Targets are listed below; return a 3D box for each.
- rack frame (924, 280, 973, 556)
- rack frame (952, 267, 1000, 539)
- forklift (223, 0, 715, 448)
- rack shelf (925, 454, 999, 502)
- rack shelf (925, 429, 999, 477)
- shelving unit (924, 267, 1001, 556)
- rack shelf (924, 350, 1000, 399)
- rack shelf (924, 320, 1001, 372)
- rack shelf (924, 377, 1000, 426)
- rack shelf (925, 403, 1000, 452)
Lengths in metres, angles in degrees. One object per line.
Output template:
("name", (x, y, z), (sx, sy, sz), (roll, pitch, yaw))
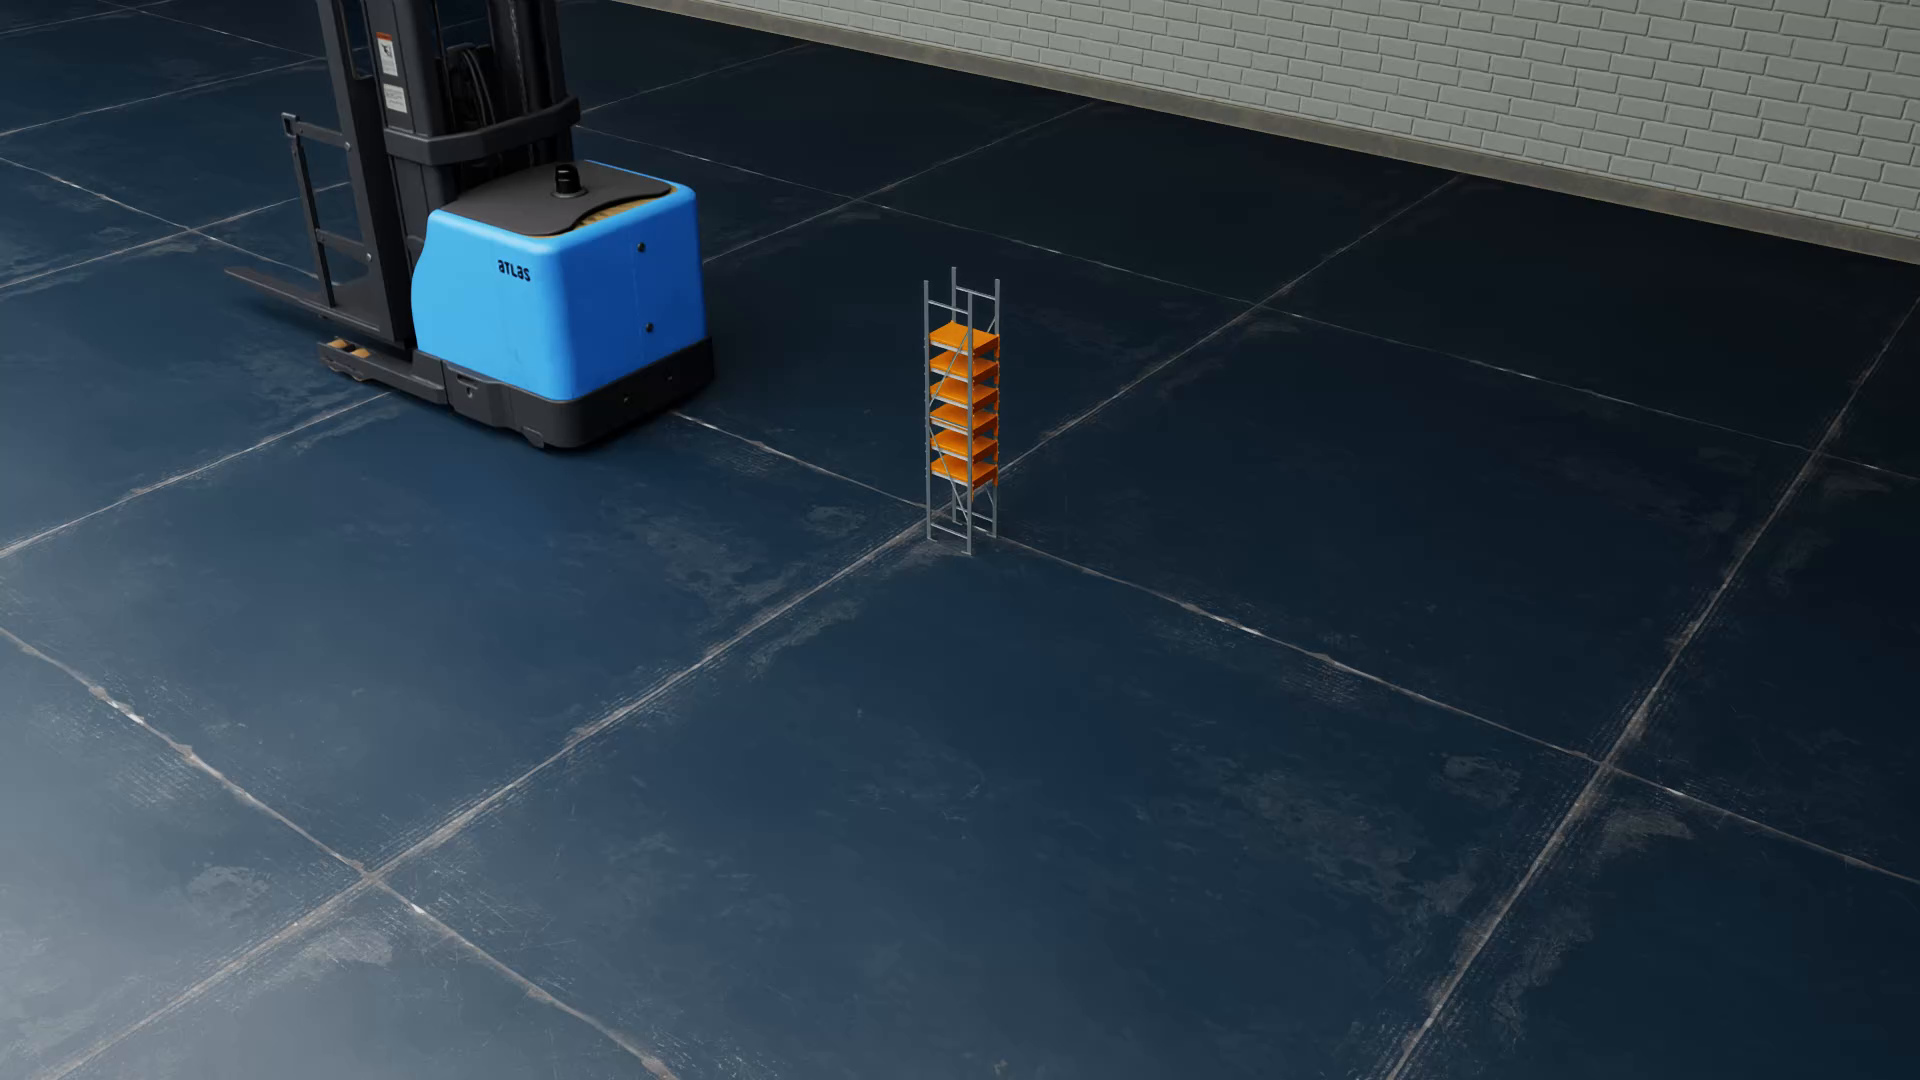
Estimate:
("rack frame", (-0.047, -0.485, 6.891), (0.240, 1.200, 0.006), (21, 37, 31))
("rack frame", (0.064, -0.559, 7.017), (0.240, 1.200, 0.006), (21, 37, 31))
("forklift", (-2.745, -2.281, 8.225), (3.031, 2.935, 1.130), (20, 36, 30))
("rack shelf", (0.009, -0.277, 7.099), (0.258, 0.103, 0.180), (21, 37, 31))
("rack shelf", (0.009, -0.381, 7.038), (0.258, 0.103, 0.180), (21, 37, 31))
("shelving unit", (0.009, -0.522, 6.954), (0.258, 1.200, 0.189), (21, 37, 31))
("rack shelf", (0.009, -0.690, 6.854), (0.258, 0.103, 0.180), (21, 37, 31))
("rack shelf", (0.009, -0.794, 6.793), (0.258, 0.103, 0.180), (21, 37, 31))
("rack shelf", (0.009, -0.587, 6.915), (0.258, 0.103, 0.180), (21, 37, 31))
("rack shelf", (0.009, -0.484, 6.977), (0.258, 0.103, 0.180), (21, 37, 31))
